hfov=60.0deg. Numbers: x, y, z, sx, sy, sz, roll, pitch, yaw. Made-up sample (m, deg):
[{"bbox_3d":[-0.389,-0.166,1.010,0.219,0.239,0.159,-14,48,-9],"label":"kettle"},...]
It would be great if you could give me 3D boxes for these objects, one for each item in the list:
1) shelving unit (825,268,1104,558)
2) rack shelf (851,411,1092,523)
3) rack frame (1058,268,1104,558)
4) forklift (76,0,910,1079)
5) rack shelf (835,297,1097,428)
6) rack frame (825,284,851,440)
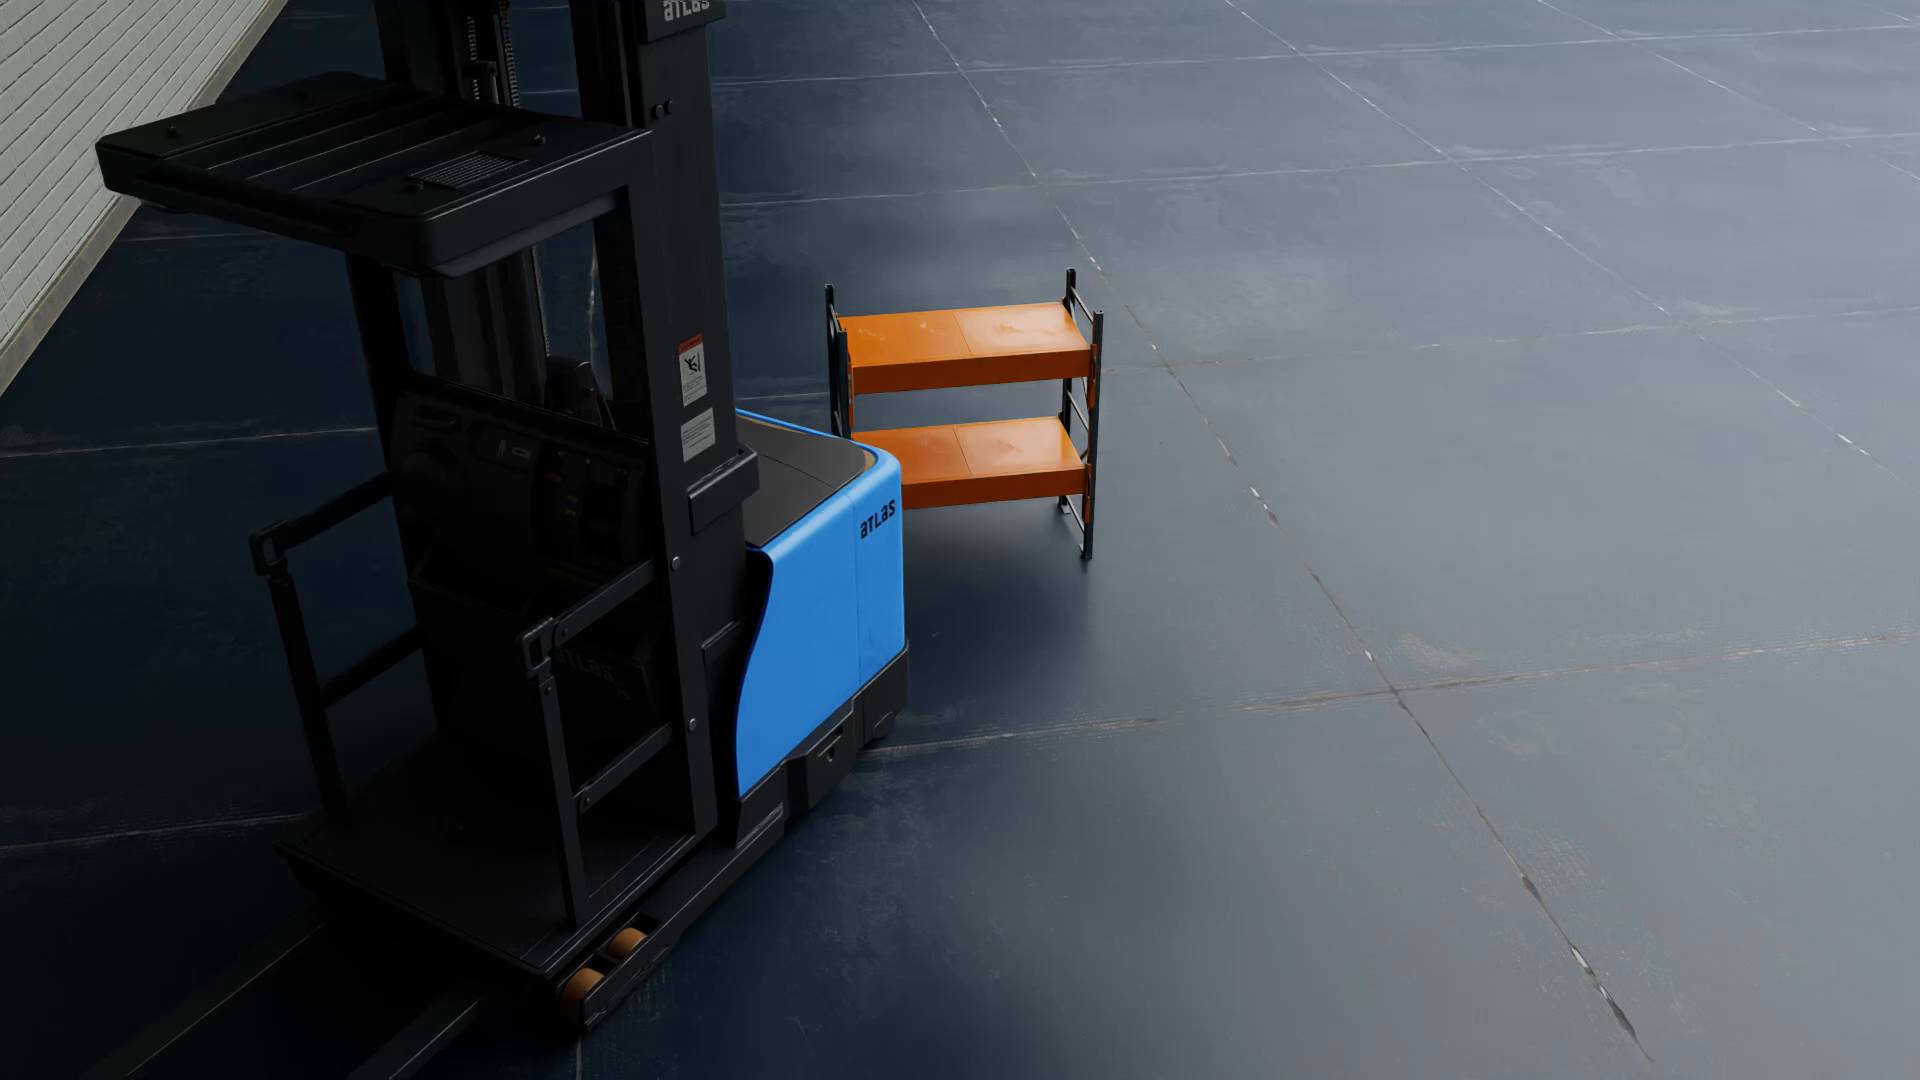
[{"bbox_3d":[0.007,-0.486,6.966,1.048,1.125,0.538,-5,31,-9],"label":"shelving unit"},{"bbox_3d":[0.007,-0.275,7.090,1.000,0.278,0.538,-5,31,-9],"label":"rack shelf"},{"bbox_3d":[0.507,-0.532,7.045,0.032,1.125,0.500,-5,31,-9],"label":"rack frame"},{"bbox_3d":[-1.367,-0.114,4.553,1.130,2.935,3.031,17,34,26],"label":"forklift"},{"bbox_3d":[0.007,-0.738,6.818,1.000,0.278,0.538,-5,31,-9],"label":"rack shelf"},{"bbox_3d":[-0.493,-0.439,6.887,0.032,1.125,0.500,-5,31,-9],"label":"rack frame"}]
